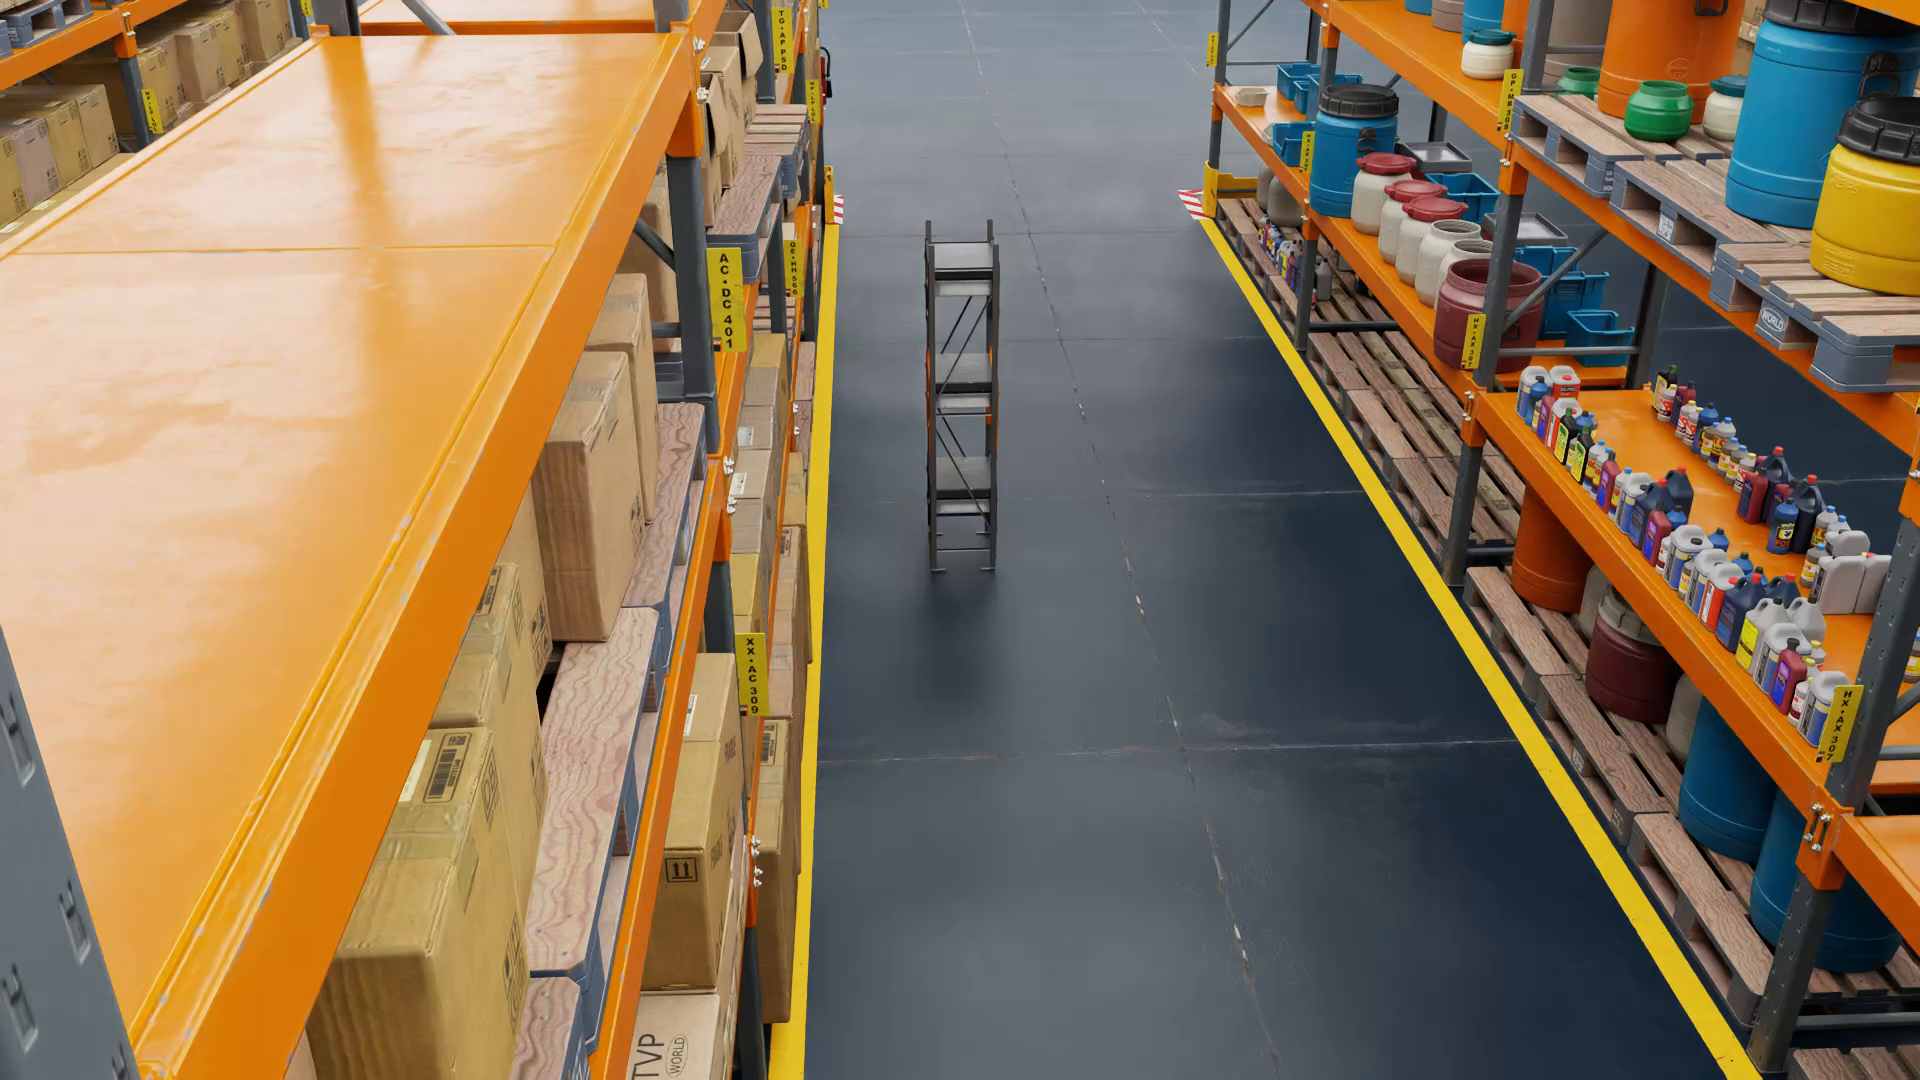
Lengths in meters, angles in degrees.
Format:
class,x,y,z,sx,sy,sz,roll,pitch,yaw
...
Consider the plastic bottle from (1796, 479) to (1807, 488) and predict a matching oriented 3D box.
class,x,y,z,sx,sy,sz,roll,pitch,yaw
plastic bottle,4.007,-0.175,7.968,0.061,0.283,0.133,-1,28,-3

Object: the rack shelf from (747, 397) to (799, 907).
class,x,y,z,sx,sy,sz,roll,pitch,yaw
rack shelf,-1.359,0.284,7.739,1.077,0.370,4.000,-1,28,-3

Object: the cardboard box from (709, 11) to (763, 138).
class,x,y,z,sx,sy,sz,roll,pitch,yaw
cardboard box,-1.359,-2.240,7.992,0.797,0.503,0.637,0,28,0

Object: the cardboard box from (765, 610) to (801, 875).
class,x,y,z,sx,sy,sz,roll,pitch,yaw
cardboard box,-1.355,0.937,7.553,1.225,0.875,0.875,-2,28,-4

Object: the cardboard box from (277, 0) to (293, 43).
class,x,y,z,sx,sy,sz,roll,pitch,yaw
cardboard box,-6.858,-4.953,15.672,0.875,0.550,0.550,-1,28,-3

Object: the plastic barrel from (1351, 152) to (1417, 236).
class,x,y,z,sx,sy,sz,roll,pitch,yaw
plastic barrel,3.105,-2.538,12.226,0.433,0.535,0.433,0,28,0

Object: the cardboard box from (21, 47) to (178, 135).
class,x,y,z,sx,sy,sz,roll,pitch,yaw
cardboard box,-6.615,-3.449,12.789,0.875,0.550,0.550,-1,28,-3

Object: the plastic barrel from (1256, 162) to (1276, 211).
class,x,y,z,sx,sy,sz,roll,pitch,yaw
plastic barrel,3.176,-3.553,16.555,0.421,0.512,0.421,0,28,0

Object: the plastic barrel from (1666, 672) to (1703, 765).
class,x,y,z,sx,sy,sz,roll,pitch,yaw
plastic barrel,3.704,0.845,8.123,0.421,0.512,0.421,0,28,0

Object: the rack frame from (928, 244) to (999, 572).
class,x,y,z,sx,sy,sz,roll,pitch,yaw
rack frame,0.021,-0.742,9.902,0.400,2.100,0.015,-1,28,-3

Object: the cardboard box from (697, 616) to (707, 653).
class,x,y,z,sx,sy,sz,roll,pitch,yaw
cardboard box,-1.296,0.105,6.112,0.797,0.503,0.637,-2,28,-4

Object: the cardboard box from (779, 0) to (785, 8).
class,x,y,z,sx,sy,sz,roll,pitch,yaw
cardboard box,-1.253,-3.012,9.389,0.500,0.500,0.500,-1,28,-2

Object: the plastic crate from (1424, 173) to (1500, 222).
class,x,y,z,sx,sy,sz,roll,pitch,yaw
plastic crate,3.643,-2.416,12.156,0.392,0.384,0.575,-1,28,-3

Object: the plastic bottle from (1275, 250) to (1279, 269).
class,x,y,z,sx,sy,sz,roll,pitch,yaw
plastic bottle,2.888,-2.537,14.920,0.097,0.201,0.097,0,28,0

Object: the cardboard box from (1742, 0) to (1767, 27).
class,x,y,z,sx,sy,sz,roll,pitch,yaw
cardboard box,8.027,-5.269,16.098,0.700,0.500,0.500,-1,28,-2

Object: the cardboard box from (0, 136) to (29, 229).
class,x,y,z,sx,sy,sz,roll,pitch,yaw
cardboard box,-6.519,-2.287,10.702,0.700,0.500,0.500,-2,28,-3

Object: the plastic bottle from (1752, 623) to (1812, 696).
class,x,y,z,sx,sy,sz,roll,pitch,yaw
plastic bottle,3.330,0.481,6.717,0.152,0.276,0.135,-1,28,-3

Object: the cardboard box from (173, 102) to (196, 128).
class,x,y,z,sx,sy,sz,roll,pitch,yaw
cardboard box,-6.713,-3.222,13.523,0.875,0.550,0.550,-1,28,-3

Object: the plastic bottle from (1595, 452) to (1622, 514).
class,x,y,z,sx,sy,sz,roll,pitch,yaw
plastic bottle,3.198,-0.284,8.177,0.061,0.283,0.133,-1,28,-3

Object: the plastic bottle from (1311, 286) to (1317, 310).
class,x,y,z,sx,sy,sz,roll,pitch,yaw
plastic bottle,2.944,-2.039,13.967,0.097,0.201,0.097,0,28,0

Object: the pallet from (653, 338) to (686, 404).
class,x,y,z,sx,sy,sz,roll,pitch,yaw
pallet,-1.351,-0.778,5.962,0.805,0.209,1.217,-2,28,-5

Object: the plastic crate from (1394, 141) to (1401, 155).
class,x,y,z,sx,sy,sz,roll,pitch,yaw
plastic crate,3.374,-3.142,13.598,0.767,0.338,0.504,-1,28,-3

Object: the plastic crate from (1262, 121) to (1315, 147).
class,x,y,z,sx,sy,sz,roll,pitch,yaw
plastic crate,2.937,-3.552,14.602,0.530,0.136,0.437,-1,28,-3

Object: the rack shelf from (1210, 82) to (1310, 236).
class,x,y,z,sx,sy,sz,roll,pitch,yaw
rack shelf,3.170,-3.530,15.052,1.077,0.370,4.000,-1,28,-3

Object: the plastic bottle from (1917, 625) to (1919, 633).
class,x,y,z,sx,sy,sz,roll,pitch,yaw
plastic bottle,4.046,0.366,7.019,0.097,0.201,0.097,0,28,0

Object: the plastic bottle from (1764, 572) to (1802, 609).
class,x,y,z,sx,sy,sz,roll,pitch,yaw
plastic bottle,3.452,0.286,7.012,0.144,0.351,0.185,-1,28,-3

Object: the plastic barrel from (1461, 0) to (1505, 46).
class,x,y,z,sx,sy,sz,roll,pitch,yaw
plastic barrel,3.586,-3.644,10.707,0.600,0.901,0.708,-1,28,-3

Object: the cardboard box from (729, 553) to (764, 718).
class,x,y,z,sx,sy,sz,roll,pitch,yaw
cardboard box,-1.056,0.394,6.643,0.500,0.500,0.500,-1,28,-3

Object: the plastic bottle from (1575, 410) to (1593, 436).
class,x,y,z,sx,sy,sz,roll,pitch,yaw
plastic bottle,3.247,-0.547,8.694,0.097,0.271,0.097,0,28,0

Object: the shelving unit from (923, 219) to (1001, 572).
class,x,y,z,sx,sy,sz,roll,pitch,yaw
shelving unit,0.009,-0.855,10.118,0.431,2.100,0.503,-1,28,-3

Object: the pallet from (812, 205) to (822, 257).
class,x,y,z,sx,sy,sz,roll,pitch,yaw
pallet,-1.870,-3.005,16.284,1.003,0.211,1.213,-1,28,-3

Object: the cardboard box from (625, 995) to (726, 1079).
class,x,y,z,sx,sy,sz,roll,pitch,yaw
cardboard box,-0.913,1.496,4.479,0.500,0.250,0.500,-1,28,-2

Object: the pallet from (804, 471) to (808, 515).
class,x,y,z,sx,sy,sz,roll,pitch,yaw
pallet,-1.502,-0.083,10.680,1.003,0.211,1.213,-1,28,-3

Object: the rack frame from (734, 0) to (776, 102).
class,x,y,z,sx,sy,sz,roll,pitch,yaw
rack frame,-1.463,-3.618,7.956,1.000,3.000,0.127,-1,28,-3

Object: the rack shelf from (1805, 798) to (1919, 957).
class,x,y,z,sx,sy,sz,roll,pitch,yaw
rack shelf,3.797,2.012,4.427,1.077,0.370,4.000,-1,28,-3

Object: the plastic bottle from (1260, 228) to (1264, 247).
class,x,y,z,sx,sy,sz,roll,pitch,yaw
plastic bottle,2.854,-2.834,15.490,0.097,0.201,0.097,0,28,0

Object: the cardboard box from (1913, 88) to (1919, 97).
class,x,y,z,sx,sy,sz,roll,pitch,yaw
cardboard box,7.982,-3.610,13.617,0.380,0.149,0.250,-2,28,-4

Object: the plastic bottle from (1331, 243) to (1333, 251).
class,x,y,z,sx,sy,sz,roll,pitch,yaw
plastic bottle,3.479,-2.806,15.347,0.061,0.283,0.133,-1,28,-3

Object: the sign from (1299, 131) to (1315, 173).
class,x,y,z,sx,sy,sz,roll,pitch,yaw
sign,2.724,-3.040,13.035,0.100,0.325,0.005,-1,28,-3

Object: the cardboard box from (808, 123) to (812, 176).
class,x,y,z,sx,sy,sz,roll,pitch,yaw
cardboard box,-1.634,-3.191,13.195,0.875,0.500,0.500,-1,28,-3

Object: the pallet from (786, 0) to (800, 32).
class,x,y,z,sx,sy,sz,roll,pitch,yaw
pallet,-1.746,-3.765,11.684,1.213,0.211,1.003,-1,28,-3

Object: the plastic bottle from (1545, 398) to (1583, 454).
class,x,y,z,sx,sy,sz,roll,pitch,yaw
plastic bottle,3.207,-0.602,8.794,0.152,0.276,0.135,-1,28,-3

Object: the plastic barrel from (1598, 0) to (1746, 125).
class,x,y,z,sx,sy,sz,roll,pitch,yaw
plastic barrel,3.510,-2.522,8.180,0.600,0.830,0.708,-1,28,-3

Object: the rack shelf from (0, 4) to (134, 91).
class,x,y,z,sx,sy,sz,roll,pitch,yaw
rack shelf,-6.526,-2.820,10.447,1.077,0.370,4.000,-1,28,-3

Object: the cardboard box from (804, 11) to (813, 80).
class,x,y,z,sx,sy,sz,roll,pitch,yaw
cardboard box,-1.495,-4.101,13.858,0.500,0.500,0.500,-1,28,-3

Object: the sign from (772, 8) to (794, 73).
class,x,y,z,sx,sy,sz,roll,pitch,yaw
sign,-0.908,-2.562,8.531,0.100,0.325,0.005,-1,28,-3

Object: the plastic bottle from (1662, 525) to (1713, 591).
class,x,y,z,sx,sy,sz,roll,pitch,yaw
plastic bottle,3.284,0.079,7.488,0.152,0.276,0.135,-1,28,-3

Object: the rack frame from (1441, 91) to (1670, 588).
class,x,y,z,sx,sy,sz,roll,pitch,yaw
rack frame,3.483,-1.078,9.573,1.000,3.000,0.127,-1,28,-3

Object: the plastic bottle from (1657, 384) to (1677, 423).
class,x,y,z,sx,sy,sz,roll,pitch,yaw
plastic bottle,3.918,-0.760,9.177,0.097,0.201,0.097,0,28,0

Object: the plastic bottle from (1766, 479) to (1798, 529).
class,x,y,z,sx,sy,sz,roll,pitch,yaw
plastic bottle,3.946,-0.173,7.965,0.061,0.283,0.133,-1,28,-3

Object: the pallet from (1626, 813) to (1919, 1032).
class,x,y,z,sx,sy,sz,roll,pitch,yaw
pallet,3.693,1.648,7.361,1.003,0.211,1.213,-1,28,-3

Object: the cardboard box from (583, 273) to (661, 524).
class,x,y,z,sx,sy,sz,roll,pitch,yaw
cardboard box,-1.153,-0.356,4.275,0.700,0.500,0.500,-3,28,-6
